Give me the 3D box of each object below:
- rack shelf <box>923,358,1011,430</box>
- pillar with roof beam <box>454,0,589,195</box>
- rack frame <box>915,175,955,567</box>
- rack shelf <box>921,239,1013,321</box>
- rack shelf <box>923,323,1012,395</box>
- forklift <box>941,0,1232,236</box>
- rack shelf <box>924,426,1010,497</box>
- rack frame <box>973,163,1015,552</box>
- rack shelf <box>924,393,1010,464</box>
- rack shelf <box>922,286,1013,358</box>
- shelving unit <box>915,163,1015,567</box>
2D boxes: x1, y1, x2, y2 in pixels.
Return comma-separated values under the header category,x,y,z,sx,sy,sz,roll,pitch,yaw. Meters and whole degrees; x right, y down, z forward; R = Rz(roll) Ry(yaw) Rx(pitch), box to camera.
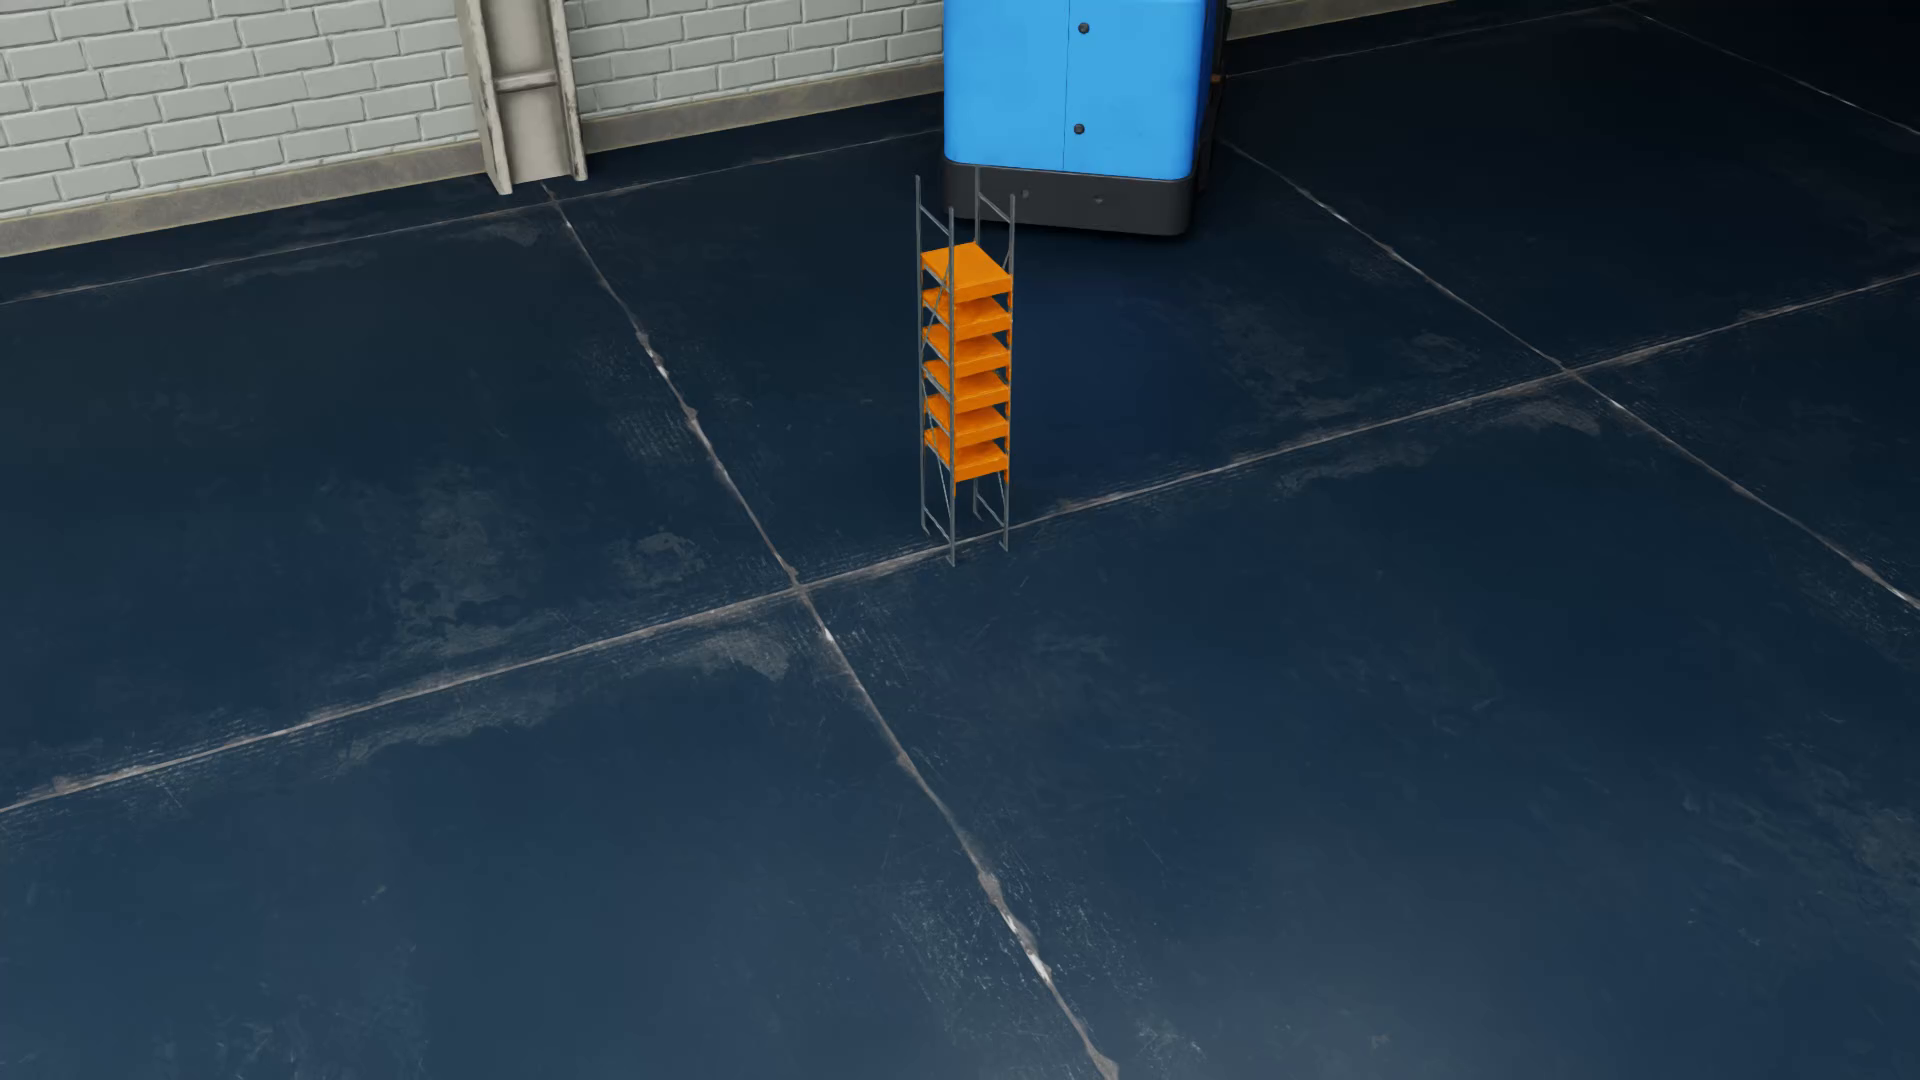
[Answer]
category,x,y,z,sx,sy,sz,roll,pitch,yaw
rack shelf,0.013,-0.450,4.924,0.180,0.103,0.258,-16,39,-20
pillar with roof beam,-0.071,-2.936,1.654,0.400,9.000,9.100,-16,39,-20
rack frame,-0.070,-0.462,4.866,0.006,1.200,0.240,-16,39,-20
rack shelf,0.013,-0.739,4.710,0.180,0.103,0.258,-16,39,-20
rack shelf,0.013,-0.546,4.852,0.180,0.103,0.258,-16,39,-20
forklift,0.714,-3.298,7.236,1.130,2.935,3.031,7,37,9
rack shelf,0.013,-0.257,5.067,0.180,0.103,0.258,-16,39,-20
rack frame,0.096,-0.509,4.929,0.006,1.200,0.240,-16,39,-20
rack shelf,0.013,-0.354,4.995,0.180,0.103,0.258,-16,39,-20
rack shelf,0.013,-0.643,4.781,0.180,0.103,0.258,-16,39,-20
shelving unit,0.013,-0.486,4.898,0.189,1.200,0.258,-16,39,-20
